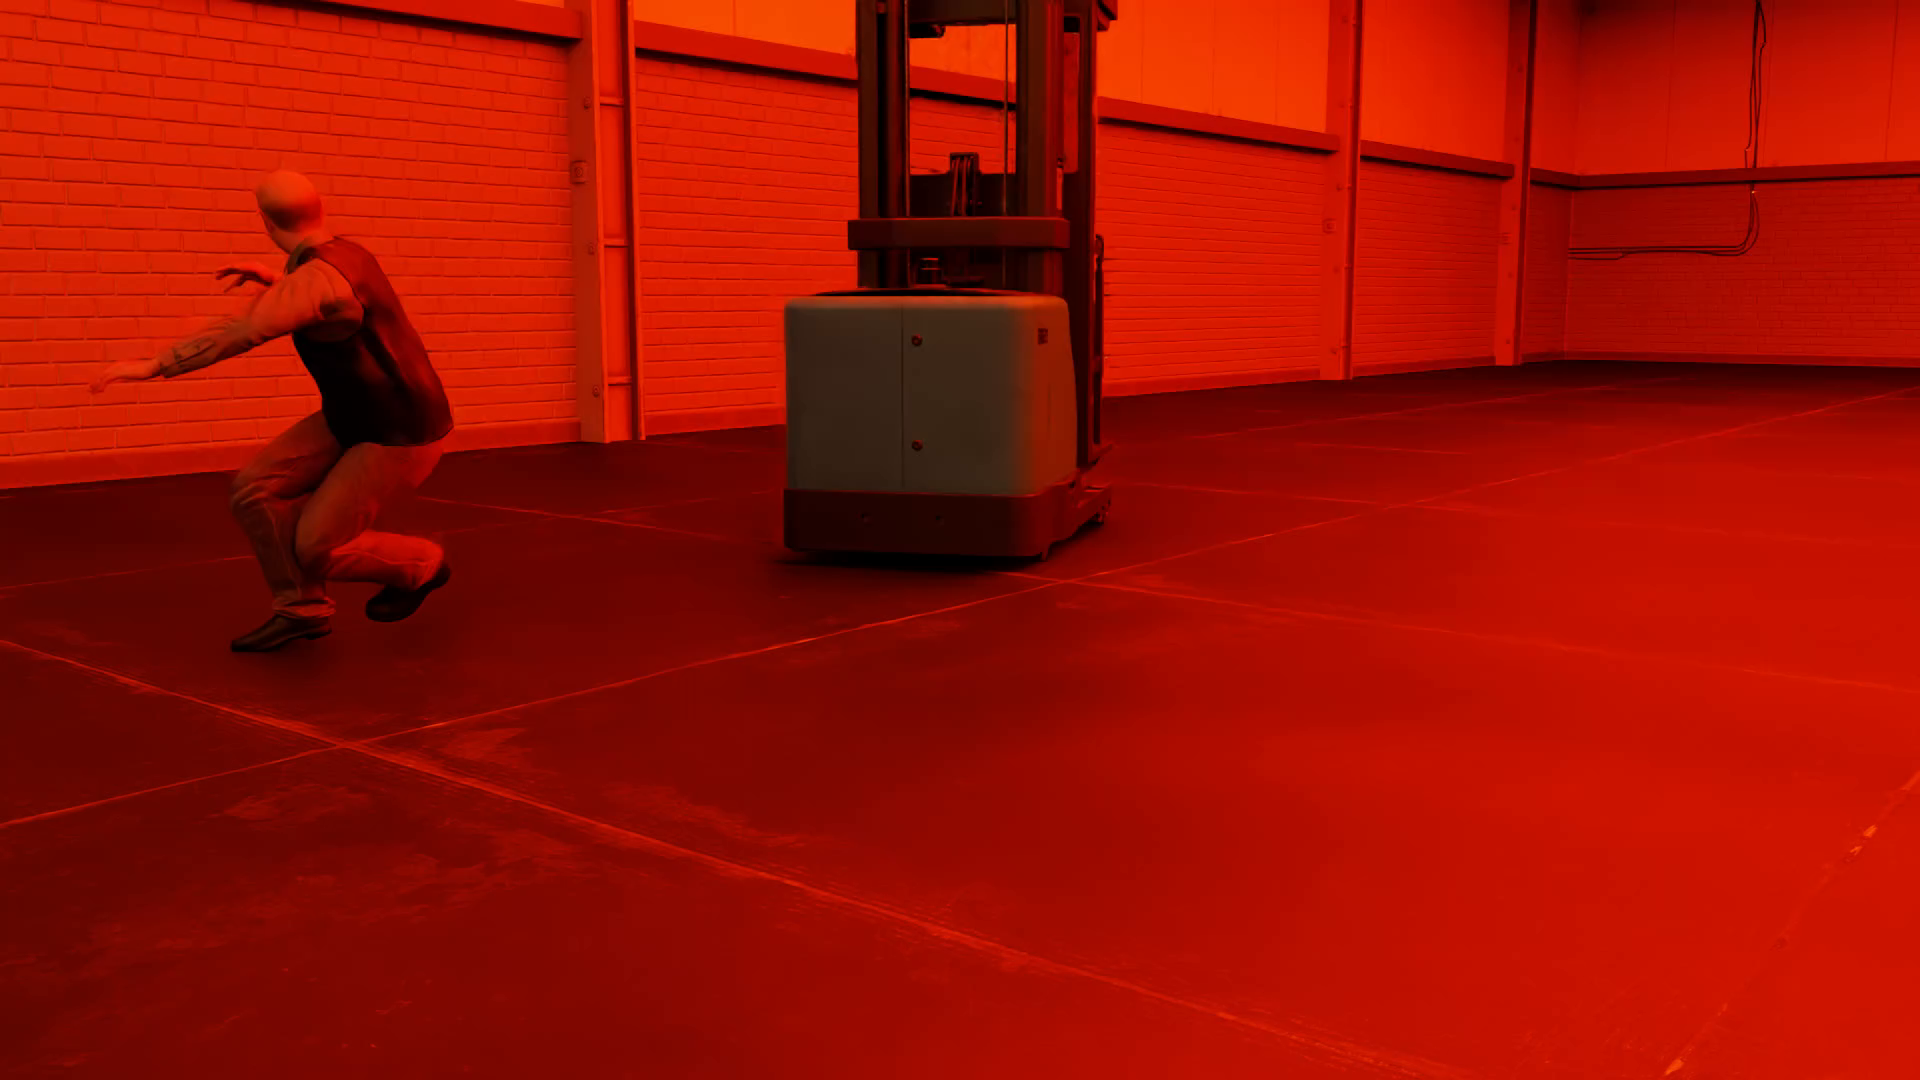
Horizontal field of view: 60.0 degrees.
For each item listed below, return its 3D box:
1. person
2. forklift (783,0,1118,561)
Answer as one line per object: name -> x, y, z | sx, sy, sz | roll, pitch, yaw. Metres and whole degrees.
person -> -2.088, -0.380, 5.043 | 1.048, 1.451, 0.771 | -6, 10, -36
forklift -> 0.128, -1.540, 7.803 | 1.130, 2.935, 3.031 | 2, 9, 13
